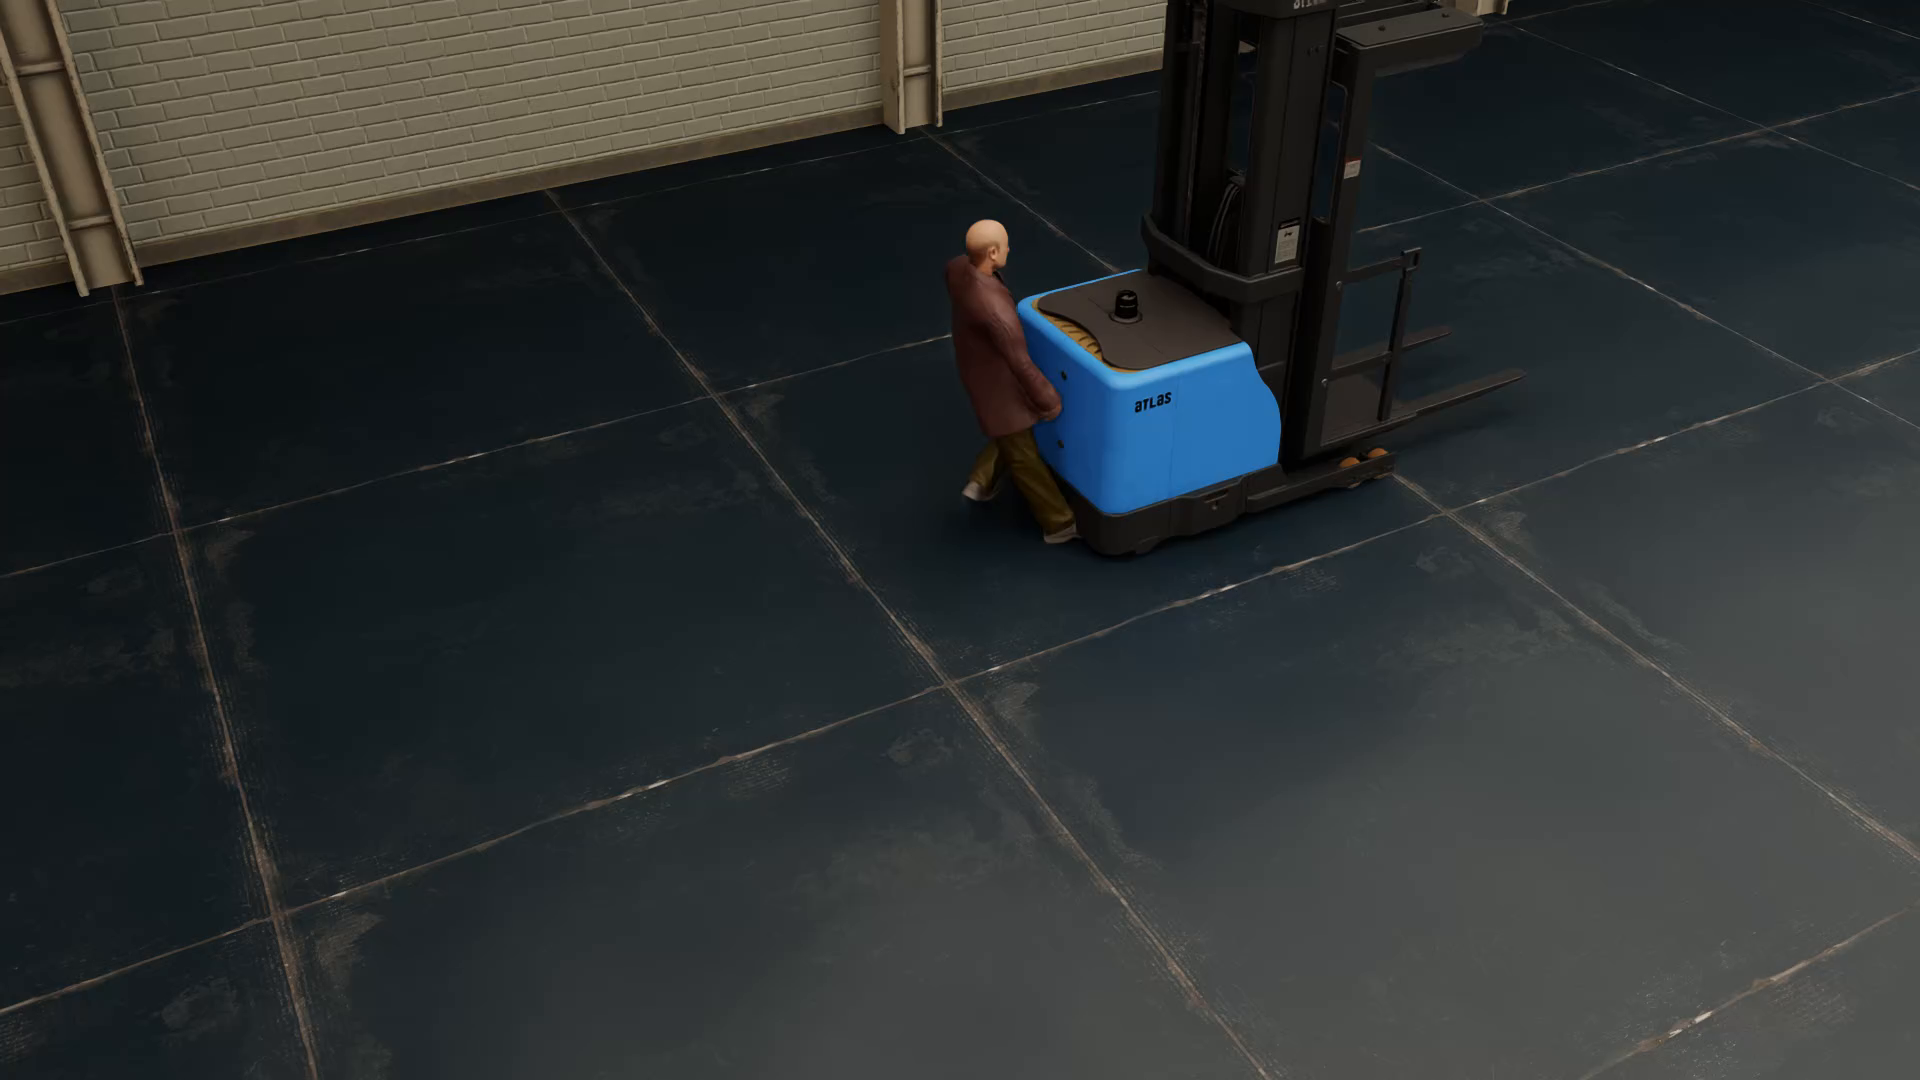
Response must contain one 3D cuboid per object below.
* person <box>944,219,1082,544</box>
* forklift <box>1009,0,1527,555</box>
[{"bbox_3d":[0.345,-0.848,8.397,0.752,1.693,0.771,-9,36,-13],"label":"person"},{"bbox_3d":[1.807,-1.727,8.566,3.031,2.935,1.130,-18,39,-23],"label":"forklift"}]
